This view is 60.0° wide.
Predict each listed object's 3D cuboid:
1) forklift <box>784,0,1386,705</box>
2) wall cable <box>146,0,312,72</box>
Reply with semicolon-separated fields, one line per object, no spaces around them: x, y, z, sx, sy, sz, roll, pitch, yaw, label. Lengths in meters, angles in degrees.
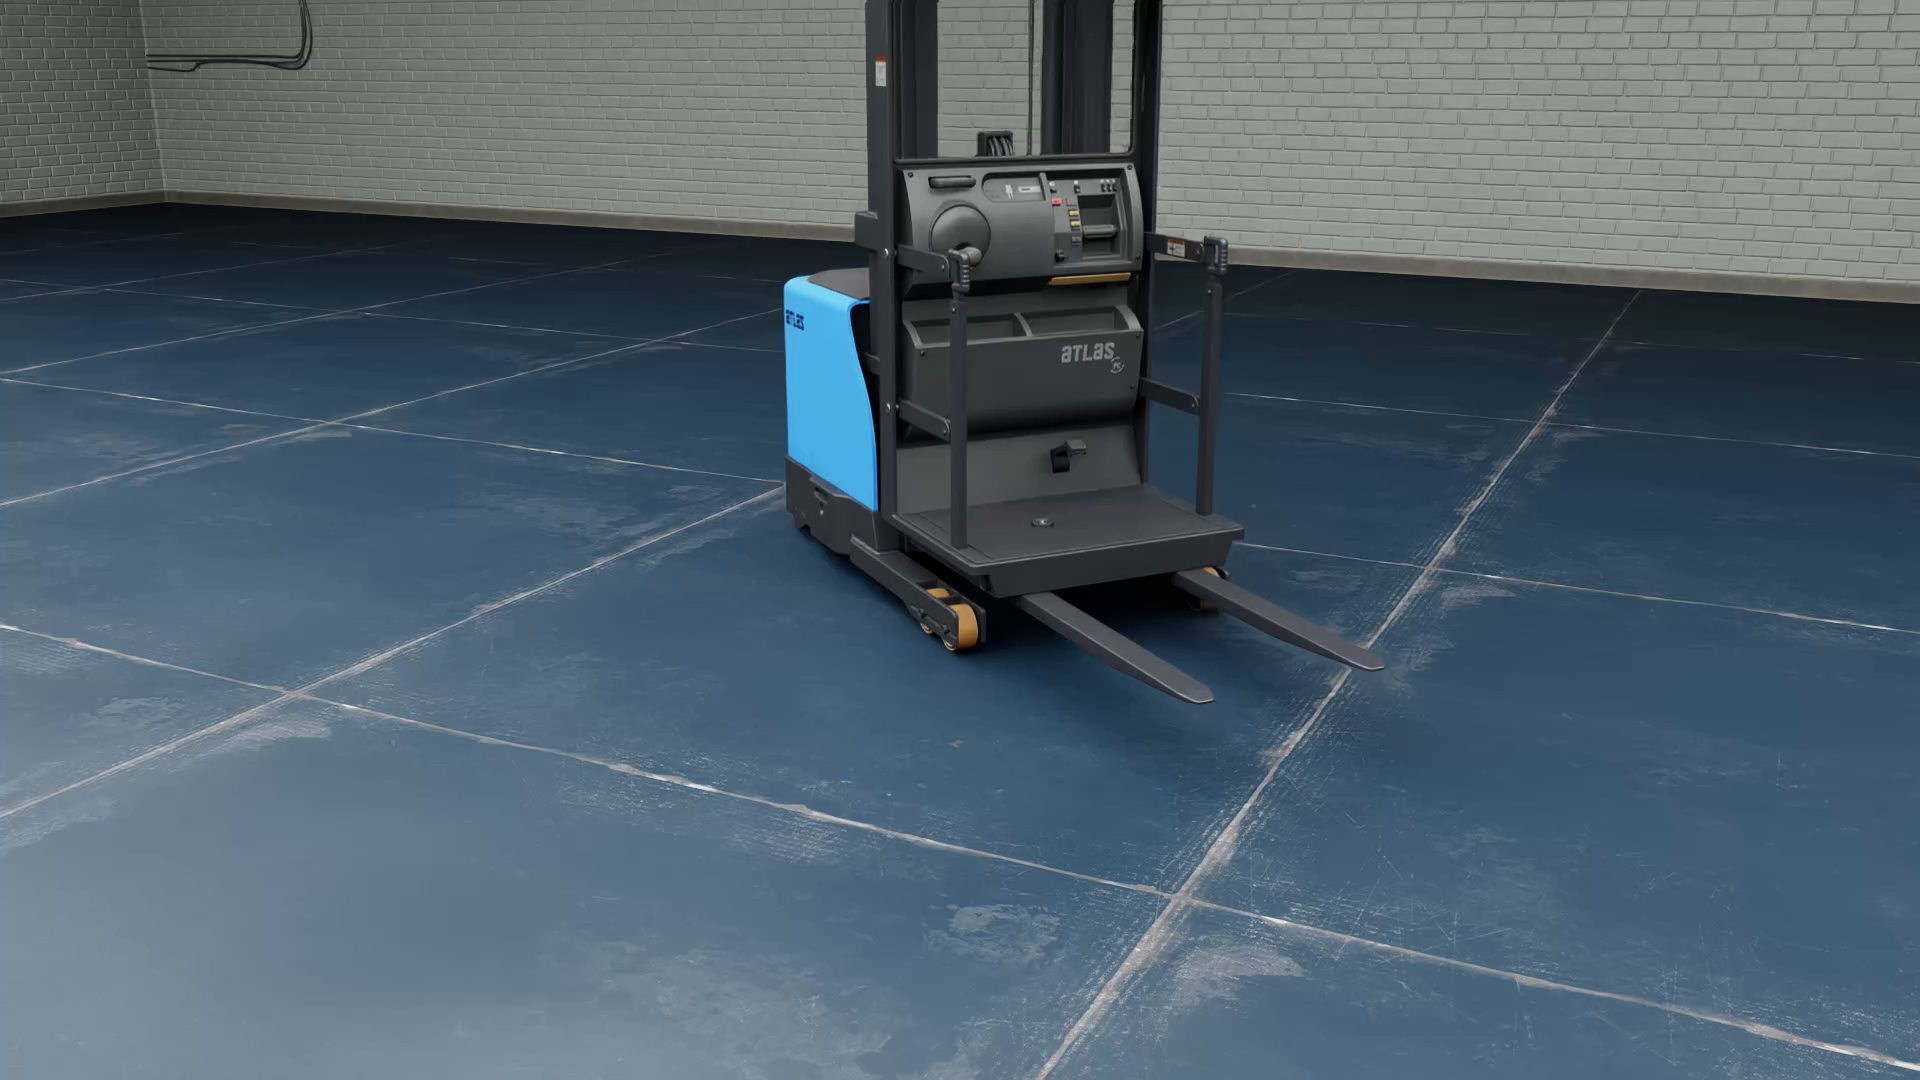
0.329;-1.162;5.788;1.130;2.935;3.031;-8;18;-24;forklift
-9.333;-7.154;20.759;3.097;2.526;0.112;8;18;25;wall cable
